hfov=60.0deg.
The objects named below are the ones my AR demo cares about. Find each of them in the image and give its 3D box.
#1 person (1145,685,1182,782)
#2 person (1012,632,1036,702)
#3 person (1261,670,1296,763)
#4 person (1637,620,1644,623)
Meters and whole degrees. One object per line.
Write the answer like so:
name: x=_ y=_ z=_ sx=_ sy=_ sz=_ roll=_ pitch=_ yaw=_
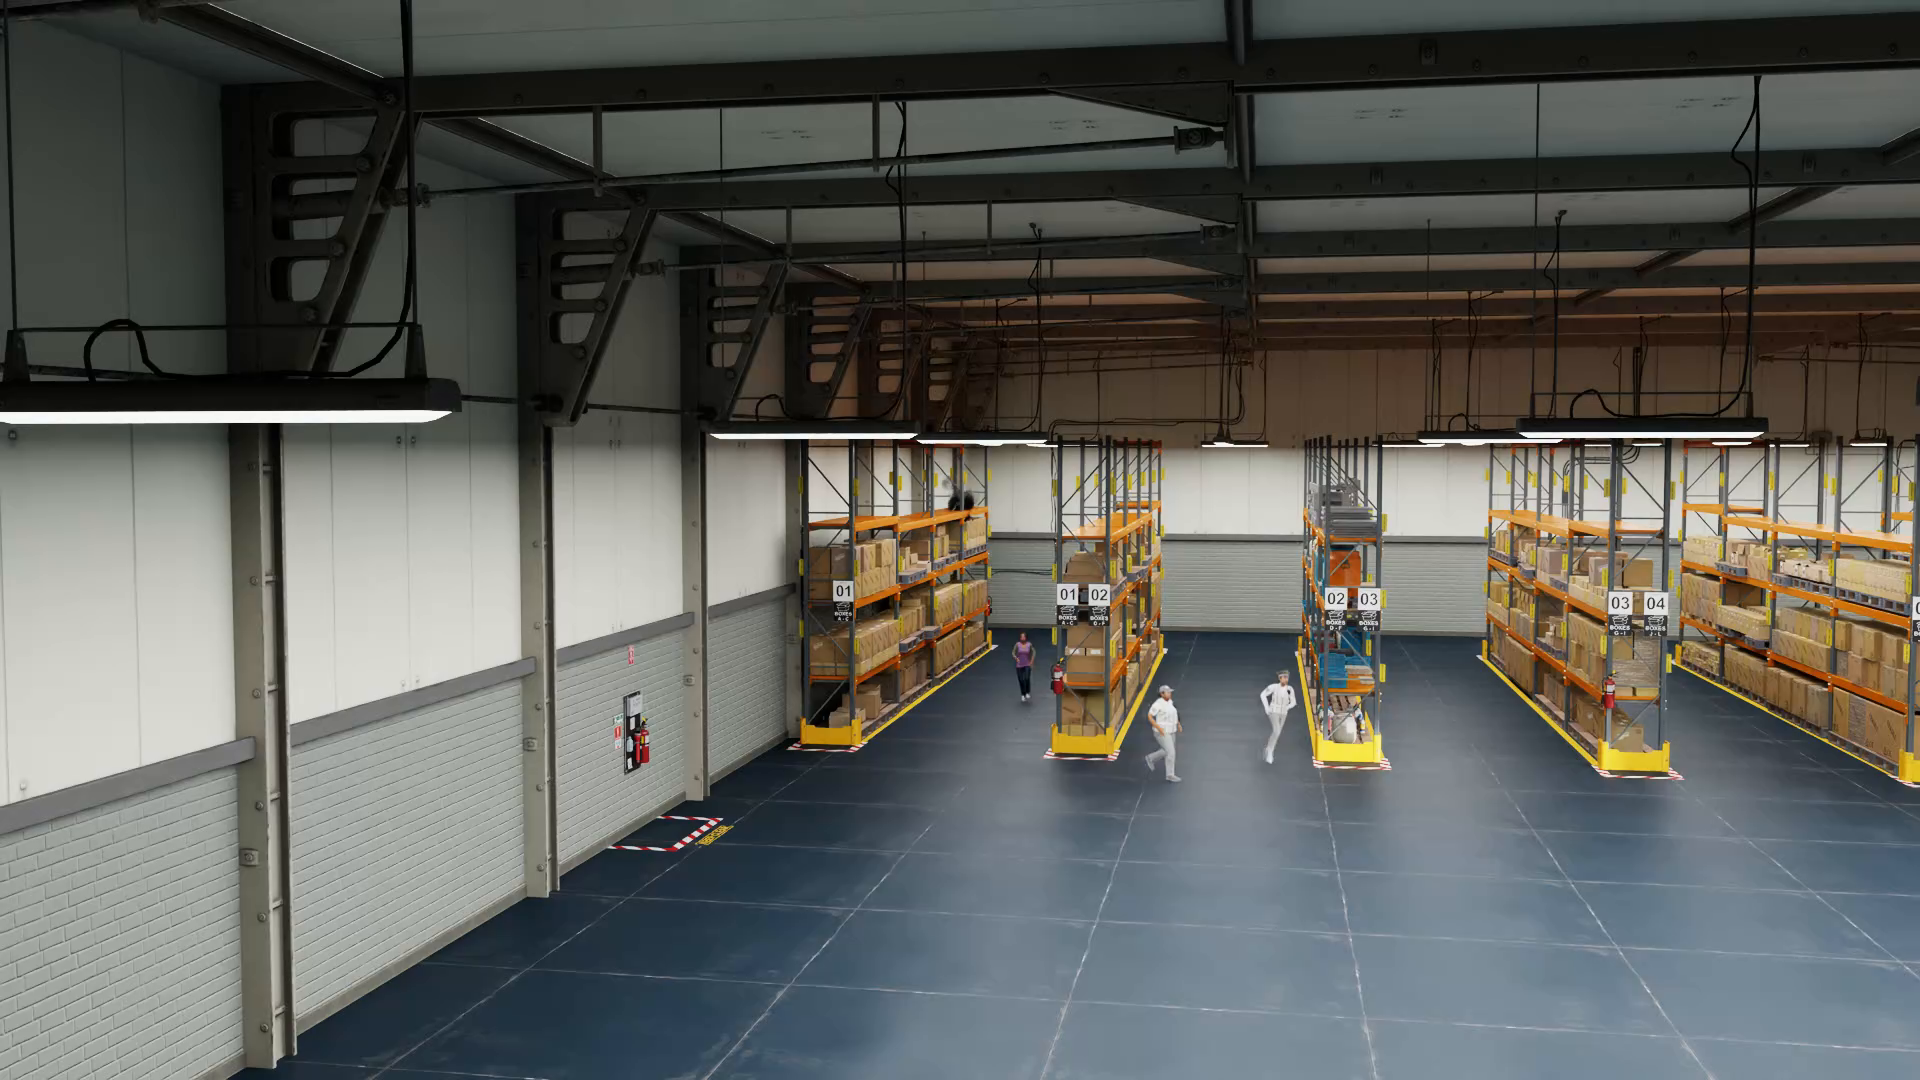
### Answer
person: x=3.520 y=3.339 z=28.919 sx=0.796 sy=1.641 sz=0.638 roll=3 pitch=4 yaw=39
person: x=1.438 y=2.885 z=37.763 sx=0.532 sy=1.577 sz=0.627 roll=0 pitch=3 yaw=6
person: x=5.882 y=3.245 z=30.668 sx=0.617 sy=1.709 sz=0.641 roll=-1 pitch=3 yaw=-15
person: x=17.794 y=2.566 z=43.365 sx=0.590 sy=1.678 sz=0.879 roll=1 pitch=3 yaw=18
